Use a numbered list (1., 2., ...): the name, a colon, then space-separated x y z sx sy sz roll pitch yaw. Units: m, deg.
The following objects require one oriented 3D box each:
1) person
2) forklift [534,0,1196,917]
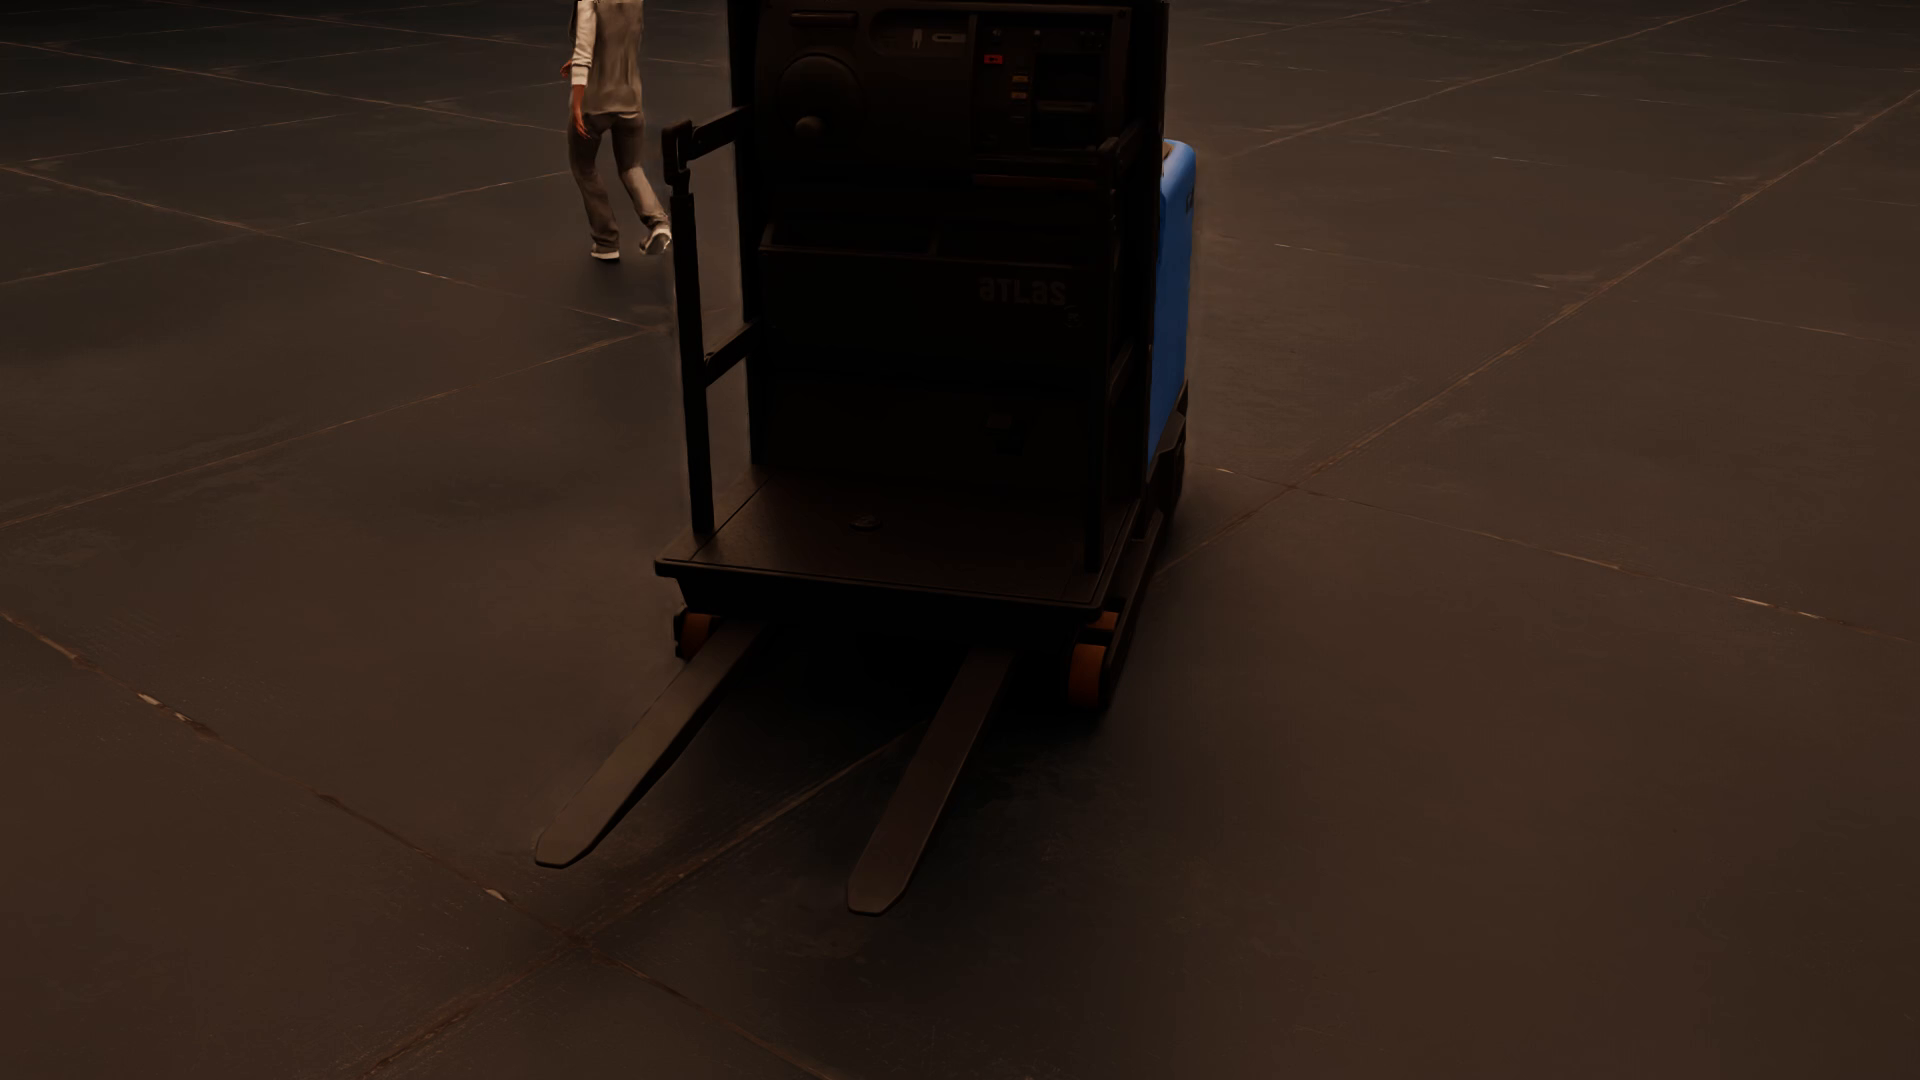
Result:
1. person: -1.676 -2.039 7.817 0.516 1.526 0.624 -16 28 -32
2. forklift: -0.101 -1.096 3.857 1.130 2.935 3.031 6 24 13
